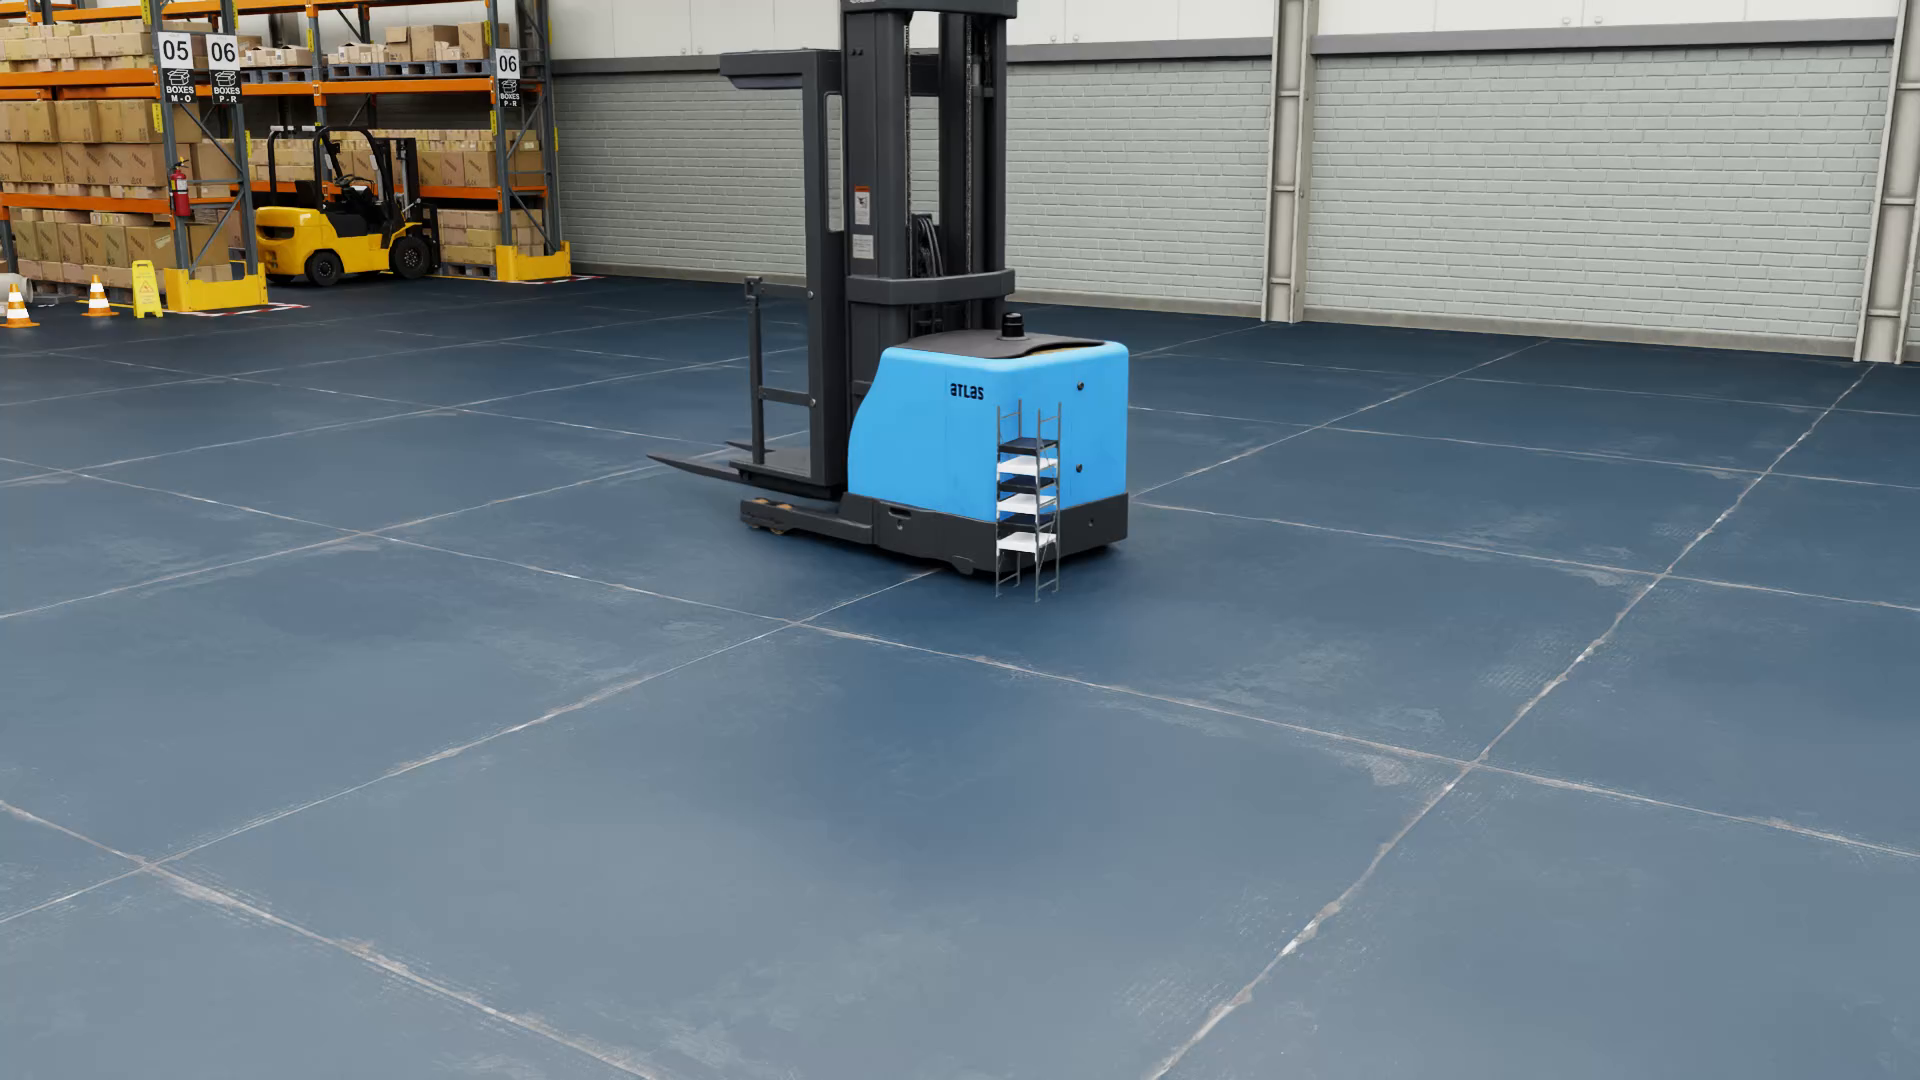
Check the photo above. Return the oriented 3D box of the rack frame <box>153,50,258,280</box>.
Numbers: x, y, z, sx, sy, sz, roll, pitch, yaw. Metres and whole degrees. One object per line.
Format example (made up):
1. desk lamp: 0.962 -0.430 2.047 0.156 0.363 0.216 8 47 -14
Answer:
1. rack frame: -8.991 -4.293 19.923 0.127 3.000 1.000 9 17 33

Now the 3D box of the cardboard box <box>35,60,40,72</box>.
1. cardboard box: -11.334 -5.936 20.840 0.250 0.149 0.380 9 16 31

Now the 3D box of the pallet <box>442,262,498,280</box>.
1. pallet: -6.882 -4.024 24.639 1.213 0.211 1.003 9 17 33

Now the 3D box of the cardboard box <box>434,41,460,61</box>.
1. cardboard box: -7.291 -7.011 23.858 0.258 0.266 0.396 9 17 33

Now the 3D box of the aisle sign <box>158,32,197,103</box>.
1. aisle sign: -9.101 -5.489 19.344 0.004 0.787 0.394 9 17 33

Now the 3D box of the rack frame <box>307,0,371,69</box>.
1. rack frame: -9.543 -8.732 25.369 0.127 3.000 1.000 9 17 33

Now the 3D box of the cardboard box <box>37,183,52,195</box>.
1. cardboard box: -11.566 -4.508 21.315 0.250 0.149 0.380 10 17 35

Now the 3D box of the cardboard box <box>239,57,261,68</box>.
1. cardboard box: -11.265 -7.597 26.467 0.250 0.149 0.380 9 16 32

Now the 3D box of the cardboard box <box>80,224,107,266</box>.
1. cardboard box: -10.651 -3.720 20.896 0.500 0.500 0.500 9 16 32

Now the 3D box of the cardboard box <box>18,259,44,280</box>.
1. cardboard box: -11.971 -3.566 21.833 0.500 0.250 0.500 8 16 30

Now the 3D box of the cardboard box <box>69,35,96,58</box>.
1. cardboard box: -10.416 -5.972 20.156 0.500 0.250 0.500 10 17 34

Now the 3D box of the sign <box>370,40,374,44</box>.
1. sign: -9.234 -7.676 26.106 0.005 0.325 0.100 9 17 33

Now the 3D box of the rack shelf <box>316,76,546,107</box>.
1. rack shelf: -7.883 -6.658 24.733 4.000 0.370 1.077 9 17 33

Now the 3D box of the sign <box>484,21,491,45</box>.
1. sign: -6.538 -7.024 23.037 0.005 0.325 0.100 9 17 33

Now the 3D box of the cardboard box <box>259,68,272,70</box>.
1. cardboard box: -11.377 -7.774 27.146 0.250 0.166 0.380 9 17 33

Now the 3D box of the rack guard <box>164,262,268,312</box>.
1. rack guard: -9.054 -3.090 20.265 0.348 0.500 1.175 9 17 33

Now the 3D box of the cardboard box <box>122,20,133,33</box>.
1. cardboard box: -9.629 -6.043 19.613 0.250 0.149 0.380 10 17 34

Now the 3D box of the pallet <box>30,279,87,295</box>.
1. pallet: -11.733 -3.393 22.090 1.213 0.211 1.003 9 17 33

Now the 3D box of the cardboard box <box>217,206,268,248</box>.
1. cardboard box: -11.805 -5.235 27.796 0.625 0.625 0.875 10 17 35

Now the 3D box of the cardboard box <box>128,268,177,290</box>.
1. cardboard box: -9.832 -3.220 20.437 0.500 0.250 0.500 9 17 33

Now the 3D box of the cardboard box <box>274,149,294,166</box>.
1. cardboard box: -10.524 -6.072 26.381 0.500 0.250 0.500 9 16 31

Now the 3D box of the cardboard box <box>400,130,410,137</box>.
1. cardboard box: -8.114 -6.039 24.798 0.250 0.149 0.380 9 17 33

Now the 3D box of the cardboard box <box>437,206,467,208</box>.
1. cardboard box: -7.764 -4.946 25.326 0.500 0.250 0.500 9 16 32

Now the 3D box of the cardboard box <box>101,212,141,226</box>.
1. cardboard box: -10.350 -3.967 20.543 0.250 0.149 0.380 10 17 34

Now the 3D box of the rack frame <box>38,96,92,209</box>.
1. rack frame: -16.181 -6.893 30.424 0.127 3.000 1.000 9 17 33

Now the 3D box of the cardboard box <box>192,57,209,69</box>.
1. cardboard box: -9.085 -5.736 20.034 0.250 0.149 0.380 9 17 33

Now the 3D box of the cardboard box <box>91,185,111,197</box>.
1. cardboard box: -10.521 -4.336 20.620 0.250 0.149 0.380 9 17 32

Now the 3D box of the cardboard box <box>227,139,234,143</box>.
1. cardboard box: -11.685 -6.447 27.067 0.250 0.149 0.380 10 17 34

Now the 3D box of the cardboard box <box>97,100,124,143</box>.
1. cardboard box: -9.952 -5.066 20.137 0.500 0.500 0.700 9 17 33

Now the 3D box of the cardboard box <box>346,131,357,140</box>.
1. cardboard box: -9.166 -6.212 25.498 0.250 0.149 0.380 9 17 34

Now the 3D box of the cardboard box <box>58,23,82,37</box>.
1. cardboard box: -10.727 -6.200 20.246 0.250 0.149 0.380 10 17 34

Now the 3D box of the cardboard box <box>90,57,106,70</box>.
1. cardboard box: -10.275 -5.760 20.129 0.250 0.149 0.380 9 17 32

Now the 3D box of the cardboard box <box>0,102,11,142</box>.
1. cardboard box: -12.066 -5.406 21.509 0.500 0.500 0.700 9 17 32

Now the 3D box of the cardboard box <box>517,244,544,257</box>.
1. cardboard box: -6.522 -4.257 24.627 0.500 0.250 0.500 9 17 33

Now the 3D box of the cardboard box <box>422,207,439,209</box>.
1. cardboard box: -8.047 -4.840 24.899 0.500 0.250 0.500 9 16 32

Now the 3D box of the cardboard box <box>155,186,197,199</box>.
1. cardboard box: -9.420 -4.179 19.984 0.250 0.149 0.380 10 17 35

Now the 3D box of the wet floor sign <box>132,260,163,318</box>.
1. wet floor sign: -9.430 -2.911 19.241 0.267 0.644 0.232 -10 17 -35

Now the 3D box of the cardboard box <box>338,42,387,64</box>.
1. cardboard box: -8.988 -7.325 25.031 0.500 0.311 0.500 10 17 34

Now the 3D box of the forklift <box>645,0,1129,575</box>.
1. forklift: -0.556 -1.530 8.903 3.031 2.935 1.130 13 19 41

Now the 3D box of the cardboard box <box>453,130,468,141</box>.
1. cardboard box: -7.093 -5.854 24.051 0.250 0.149 0.380 10 17 34

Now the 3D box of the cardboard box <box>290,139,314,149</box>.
1. cardboard box: -10.348 -6.259 26.307 0.250 0.149 0.380 9 17 33

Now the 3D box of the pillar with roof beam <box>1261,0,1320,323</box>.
1. pillar with roof beam: 1.256 -6.001 14.337 0.400 9.000 9.100 9 17 33

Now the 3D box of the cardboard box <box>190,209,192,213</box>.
1. cardboard box: -13.413 -5.677 28.493 0.250 0.149 0.380 8 16 30

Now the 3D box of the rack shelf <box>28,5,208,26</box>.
1. rack shelf: -14.521 -8.993 28.754 4.000 0.370 1.077 9 17 33

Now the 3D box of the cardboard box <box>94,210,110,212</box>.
1. cardboard box: -15.046 -5.636 29.677 0.500 0.500 0.500 9 16 31

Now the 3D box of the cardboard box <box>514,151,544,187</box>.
1. cardboard box: -6.480 -5.454 24.403 0.500 0.500 0.500 10 17 35

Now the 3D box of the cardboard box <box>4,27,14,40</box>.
1. cardboard box: -11.785 -6.377 20.963 0.250 0.149 0.380 9 16 31

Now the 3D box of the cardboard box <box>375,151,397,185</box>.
1. cardboard box: -8.458 -5.622 25.085 0.500 0.500 0.500 9 17 32

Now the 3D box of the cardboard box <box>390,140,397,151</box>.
1. cardboard box: -8.379 -5.911 24.899 0.250 0.149 0.380 9 16 31

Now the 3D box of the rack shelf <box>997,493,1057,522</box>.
1. rack shelf: 0.317 -0.153 7.705 0.200 0.077 0.258 7 16 27

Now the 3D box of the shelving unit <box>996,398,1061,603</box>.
1. shelving unit: 0.317 -0.185 7.697 0.210 0.900 0.258 7 16 27

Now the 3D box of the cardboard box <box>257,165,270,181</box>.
1. cardboard box: -10.922 -5.901 26.732 0.500 0.250 0.500 9 17 33

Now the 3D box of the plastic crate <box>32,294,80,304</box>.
1. plastic crate: -11.465 -3.038 20.930 0.583 0.080 0.402 3 14 14

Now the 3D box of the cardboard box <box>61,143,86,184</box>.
1. cardboard box: -10.831 -4.711 20.786 0.500 0.500 0.500 9 17 33

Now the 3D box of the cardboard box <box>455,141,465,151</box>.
1. cardboard box: -7.077 -5.713 24.100 0.250 0.149 0.380 10 17 34

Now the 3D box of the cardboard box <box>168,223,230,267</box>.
1. cardboard box: -9.526 -3.693 20.785 0.500 0.500 0.500 9 16 31
